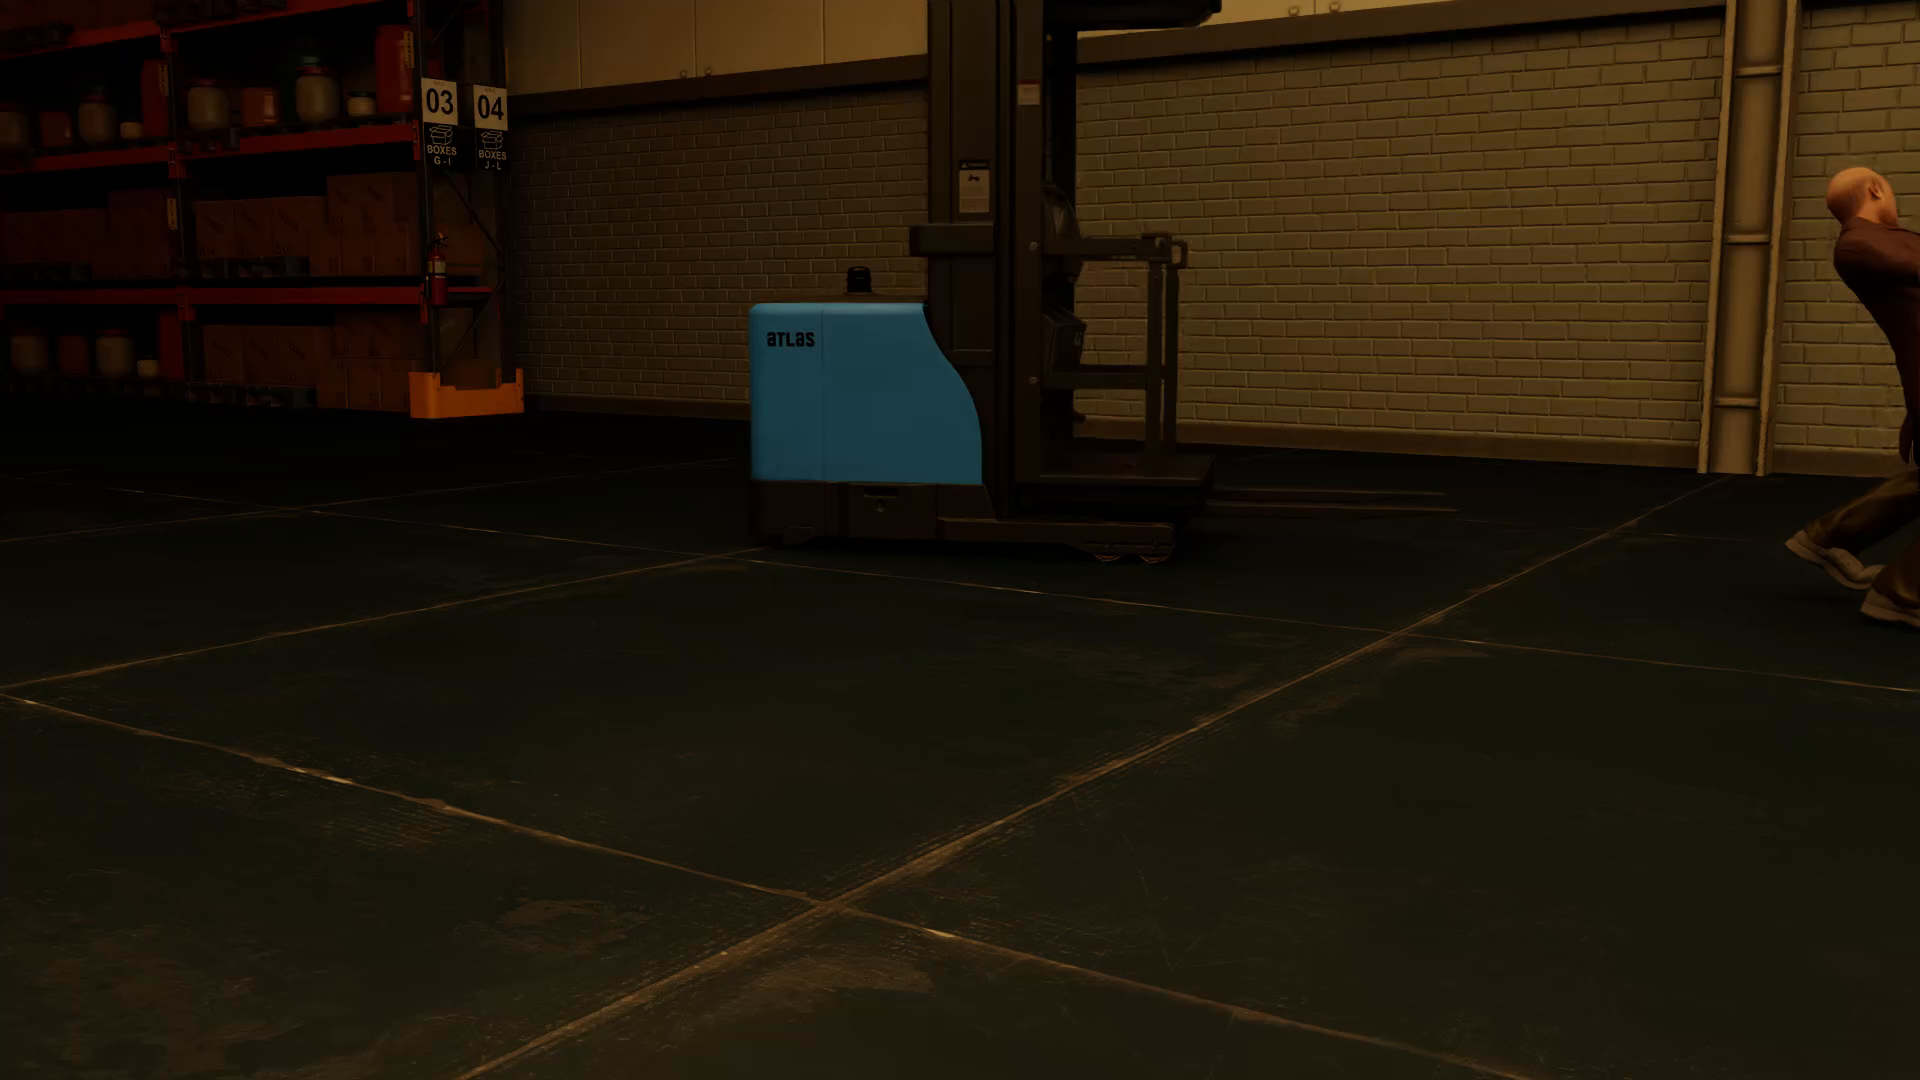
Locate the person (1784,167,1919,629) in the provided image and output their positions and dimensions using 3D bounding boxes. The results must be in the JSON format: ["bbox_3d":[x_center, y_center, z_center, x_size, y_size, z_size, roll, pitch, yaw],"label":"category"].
[{"bbox_3d":[3.195,-0.478,5.424,0.808,1.545,1.103,4,9,24],"label":"person"}]

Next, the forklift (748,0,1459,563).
[{"bbox_3d":[0.635,-1.435,7.287,3.031,2.935,1.130,2,8,11],"label":"forklift"}]
